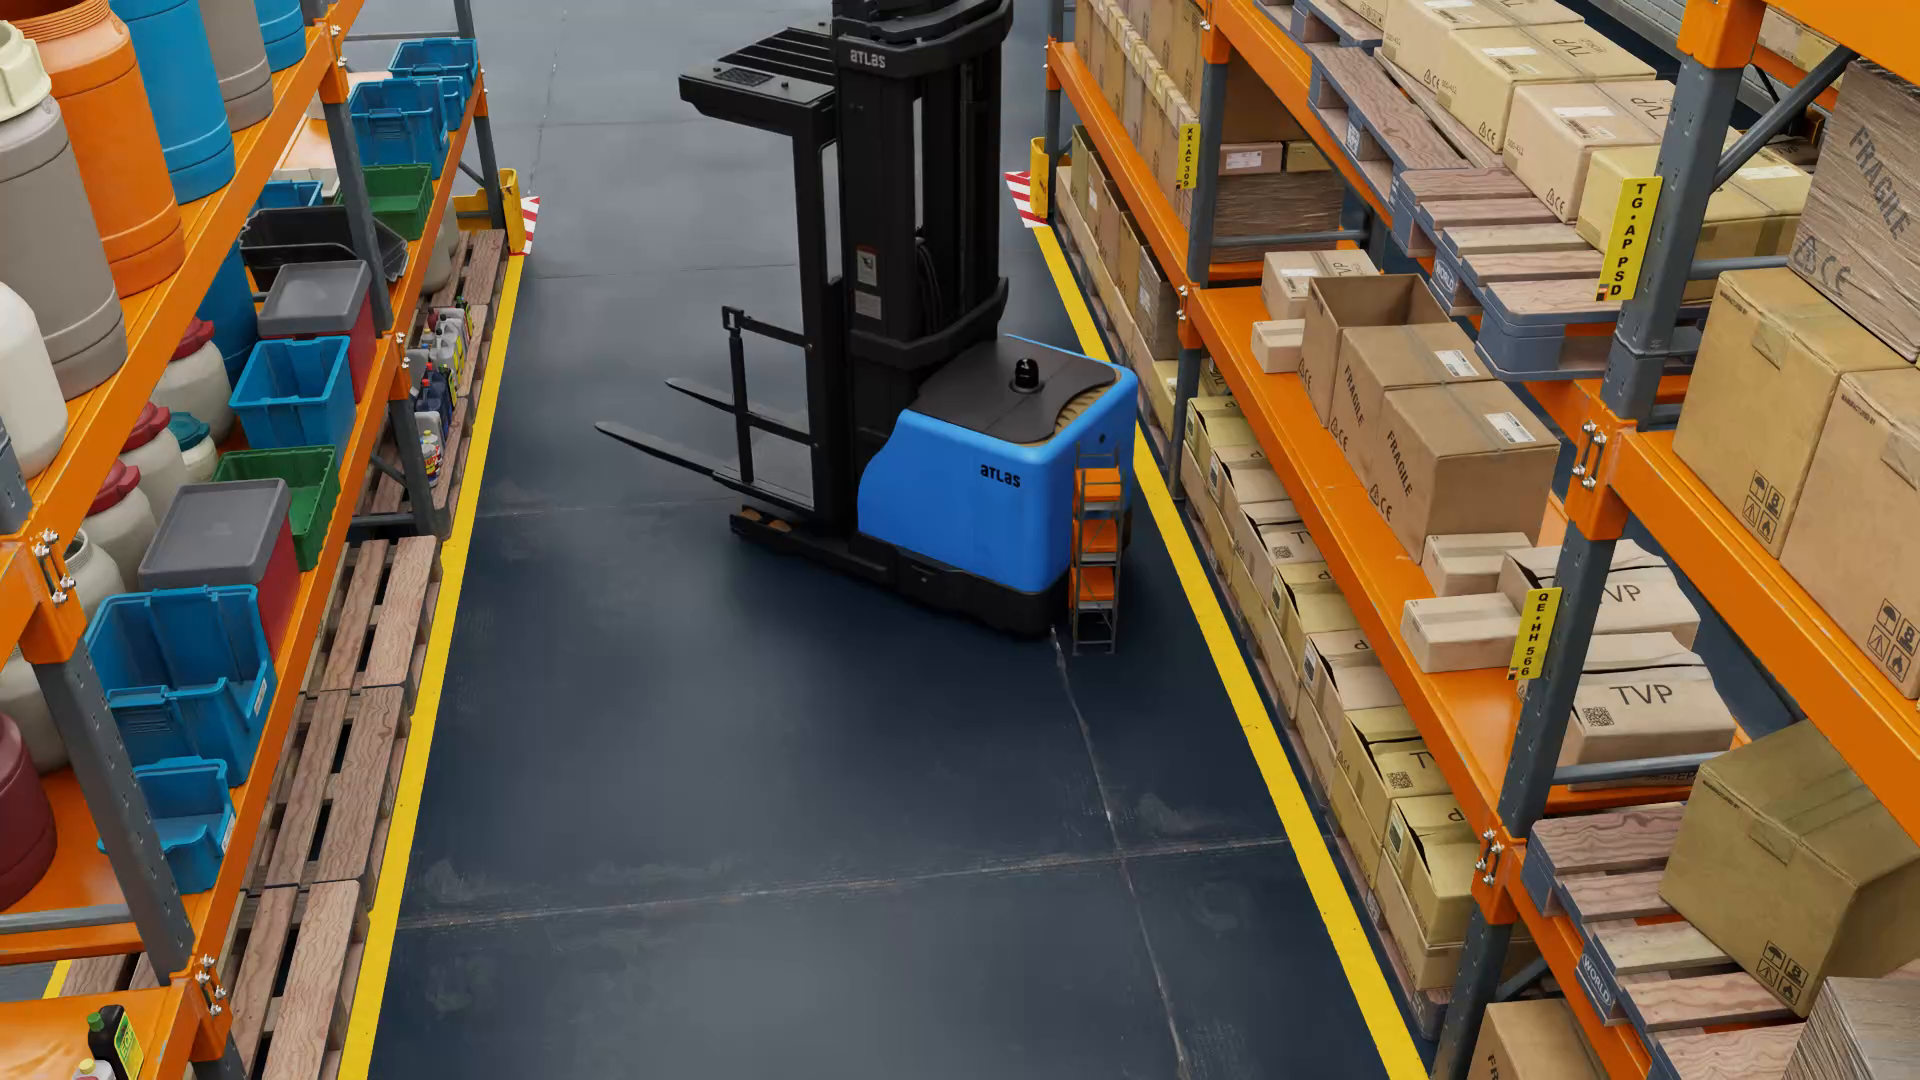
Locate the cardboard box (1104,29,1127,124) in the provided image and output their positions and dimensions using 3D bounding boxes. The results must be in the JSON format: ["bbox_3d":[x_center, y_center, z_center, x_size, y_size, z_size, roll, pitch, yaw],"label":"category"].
[{"bbox_3d":[1.313,-2.966,10.479,0.700,0.500,0.500,-4,34,-6],"label":"cardboard box"}]

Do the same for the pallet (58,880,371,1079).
[{"bbox_3d":[-2.773,1.798,6.053,1.003,0.211,1.213,-4,35,-6],"label":"pallet"}]

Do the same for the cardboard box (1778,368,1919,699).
[{"bbox_3d":[2.363,-0.048,3.533,0.910,0.500,0.500,-4,35,-6],"label":"cardboard box"}]

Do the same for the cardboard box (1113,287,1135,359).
[{"bbox_3d":[1.246,-1.362,10.282,0.500,0.250,0.500,-4,35,-6],"label":"cardboard box"}]

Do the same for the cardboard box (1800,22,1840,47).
[{"bbox_3d":[5.920,-3.536,10.853,0.500,0.500,0.500,-5,35,-8],"label":"cardboard box"}]

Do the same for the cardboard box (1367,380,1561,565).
[{"bbox_3d":[1.960,-0.269,6.521,0.500,0.500,0.500,-6,35,-9],"label":"cardboard box"}]

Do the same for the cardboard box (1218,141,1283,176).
[{"bbox_3d":[1.415,-1.969,8.440,0.380,0.149,0.250,-4,35,-6],"label":"cardboard box"}]

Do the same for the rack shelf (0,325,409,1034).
[{"bbox_3d":[-2.976,0.262,6.470,1.077,0.370,4.000,-4,35,-6],"label":"rack shelf"}]

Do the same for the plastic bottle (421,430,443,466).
[{"bbox_3d":[-2.881,-0.501,9.045,0.097,0.201,0.097,0,34,0],"label":"plastic bottle"}]

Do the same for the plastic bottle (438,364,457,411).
[{"bbox_3d":[-2.949,-0.893,9.547,0.061,0.283,0.133,-3,34,-4],"label":"plastic bottle"}]

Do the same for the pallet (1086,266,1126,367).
[{"bbox_3d":[1.431,-1.502,10.894,1.003,0.211,1.213,-4,35,-6],"label":"pallet"}]

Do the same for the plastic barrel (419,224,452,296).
[{"bbox_3d":[-3.551,-1.888,10.822,0.421,0.512,0.421,0,34,0],"label":"plastic barrel"}]

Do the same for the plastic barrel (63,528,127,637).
[{"bbox_3d":[-3.114,0.241,5.761,0.421,0.512,0.421,0,34,0],"label":"plastic barrel"}]

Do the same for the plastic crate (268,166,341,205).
[{"bbox_3d":[-3.714,-1.929,9.280,0.530,0.136,0.437,-4,35,-6],"label":"plastic crate"}]

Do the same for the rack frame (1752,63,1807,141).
[{"bbox_3d":[6.034,-4.134,12.281,1.000,3.000,0.127,-4,35,-6],"label":"rack frame"}]

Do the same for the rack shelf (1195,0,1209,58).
[{"bbox_3d":[1.395,-3.583,9.448,1.077,0.370,4.000,-4,35,-6],"label":"rack shelf"}]

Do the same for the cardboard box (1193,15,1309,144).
[{"bbox_3d":[1.598,-2.349,8.421,0.700,0.500,0.500,-4,34,-6],"label":"cardboard box"}]

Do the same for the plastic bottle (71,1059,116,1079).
[{"bbox_3d":[-2.232,1.422,4.305,0.097,0.201,0.097,0,34,0],"label":"plastic bottle"}]

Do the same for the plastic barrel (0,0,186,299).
[{"bbox_3d":[-2.690,-1.176,4.896,0.600,0.830,0.708,-4,35,-6],"label":"plastic barrel"}]

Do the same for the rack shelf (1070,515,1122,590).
[{"bbox_3d":[0.643,0.058,7.880,0.215,0.259,0.240,-1,34,-2],"label":"rack shelf"}]

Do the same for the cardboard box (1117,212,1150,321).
[{"bbox_3d":[1.258,-1.673,10.072,0.500,0.500,0.500,-4,35,-6],"label":"cardboard box"}]

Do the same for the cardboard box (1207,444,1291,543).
[{"bbox_3d":[1.535,-0.264,8.174,0.500,0.311,0.500,-5,35,-7],"label":"cardboard box"}]

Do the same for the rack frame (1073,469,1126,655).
[{"bbox_3d":[0.647,0.118,7.773,0.200,1.050,0.008,-1,34,-2],"label":"rack frame"}]

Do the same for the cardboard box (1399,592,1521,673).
[{"bbox_3d":[1.807,0.330,5.953,0.380,0.149,0.250,-4,35,-6],"label":"cardboard box"}]

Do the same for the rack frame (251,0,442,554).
[{"bbox_3d":[-3.245,-1.151,7.905,1.000,3.000,0.127,-4,35,-6],"label":"rack frame"}]

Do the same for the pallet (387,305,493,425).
[{"bbox_3d":[-3.461,-1.059,10.246,1.003,0.211,1.213,-4,35,-6],"label":"pallet"}]

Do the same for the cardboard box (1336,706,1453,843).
[{"bbox_3d":[1.811,0.875,6.501,0.500,0.311,0.500,-5,35,-7],"label":"cardboard box"}]

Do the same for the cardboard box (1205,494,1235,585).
[{"bbox_3d":[1.540,-0.033,8.332,0.500,0.250,0.500,-4,34,-5],"label":"cardboard box"}]

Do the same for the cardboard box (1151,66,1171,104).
[{"bbox_3d":[1.280,-2.537,9.274,0.380,0.149,0.250,-5,35,-7],"label":"cardboard box"}]

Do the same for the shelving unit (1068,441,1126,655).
[{"bbox_3d":[0.643,0.050,7.874,0.215,1.050,0.252,-1,34,-2],"label":"shelving unit"}]

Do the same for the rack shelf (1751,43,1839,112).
[{"bbox_3d":[6.303,-2.721,10.846,1.077,0.370,4.000,-4,35,-6],"label":"rack shelf"}]

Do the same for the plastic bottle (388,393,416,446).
[{"bbox_3d":[-3.085,-0.710,9.218,0.144,0.351,0.185,-4,35,-6],"label":"plastic bottle"}]

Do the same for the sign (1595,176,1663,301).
[{"bbox_3d":[1.651,-0.741,4.109,0.100,0.325,0.005,-4,35,-6],"label":"sign"}]

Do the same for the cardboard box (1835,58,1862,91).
[{"bbox_3d":[5.998,-2.928,10.627,0.500,0.250,0.500,-4,34,-6],"label":"cardboard box"}]

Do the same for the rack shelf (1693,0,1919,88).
[{"bbox_3d":[2.471,-0.193,2.165,1.077,0.370,4.000,-4,35,-6],"label":"rack shelf"}]

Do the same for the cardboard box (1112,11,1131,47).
[{"bbox_3d":[1.141,-3.112,10.117,0.380,0.149,0.250,-5,35,-7],"label":"cardboard box"}]

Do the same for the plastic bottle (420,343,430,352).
[{"bbox_3d":[-3.164,-1.072,9.882,0.097,0.201,0.097,0,34,0],"label":"plastic bottle"}]

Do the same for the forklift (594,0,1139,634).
[{"bbox_3d":[-0.622,-1.379,8.299,3.031,2.935,1.130,20,39,26],"label":"forklift"}]

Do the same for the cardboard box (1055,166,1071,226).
[{"bbox_3d":[0.978,-2.478,11.920,0.500,0.250,0.500,-4,35,-6],"label":"cardboard box"}]

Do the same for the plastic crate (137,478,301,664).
[{"bbox_3d":[-2.621,0.129,5.969,0.402,0.464,0.583,-4,35,-6],"label":"plastic crate"}]

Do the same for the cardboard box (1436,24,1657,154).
[{"bbox_3d":[1.931,-1.504,5.518,0.500,0.250,0.500,-5,35,-7],"label":"cardboard box"}]

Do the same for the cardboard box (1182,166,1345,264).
[{"bbox_3d":[1.598,-1.813,8.787,0.700,0.500,0.500,-5,35,-8],"label":"cardboard box"}]

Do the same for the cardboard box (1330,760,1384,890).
[{"bbox_3d":[1.817,1.108,6.658,0.500,0.250,0.500,-5,35,-7],"label":"cardboard box"}]

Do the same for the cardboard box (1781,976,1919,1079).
[{"bbox_3d":[2.332,1.360,3.757,0.700,0.500,0.500,2,34,3],"label":"cardboard box"}]

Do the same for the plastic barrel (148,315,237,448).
[{"bbox_3d":[-3.334,-0.657,7.059,0.433,0.535,0.433,0,34,0],"label":"plastic barrel"}]

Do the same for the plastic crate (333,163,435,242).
[{"bbox_3d":[-3.148,-1.843,9.107,0.450,0.188,0.662,-4,35,-6],"label":"plastic crate"}]

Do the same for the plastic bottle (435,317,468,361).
[{"bbox_3d":[-3.076,-1.228,10.045,0.152,0.276,0.135,-5,35,-8],"label":"plastic bottle"}]

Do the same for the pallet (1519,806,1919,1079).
[{"bbox_3d":[2.363,1.160,4.684,1.213,0.211,1.003,-4,35,-6],"label":"pallet"}]

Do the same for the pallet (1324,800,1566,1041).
[{"bbox_3d":[2.130,1.398,6.640,1.003,0.211,1.213,-4,35,-6],"label":"pallet"}]

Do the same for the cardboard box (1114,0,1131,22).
[{"bbox_3d":[1.328,-3.469,10.064,0.700,0.500,0.500,-4,35,-6],"label":"cardboard box"}]
